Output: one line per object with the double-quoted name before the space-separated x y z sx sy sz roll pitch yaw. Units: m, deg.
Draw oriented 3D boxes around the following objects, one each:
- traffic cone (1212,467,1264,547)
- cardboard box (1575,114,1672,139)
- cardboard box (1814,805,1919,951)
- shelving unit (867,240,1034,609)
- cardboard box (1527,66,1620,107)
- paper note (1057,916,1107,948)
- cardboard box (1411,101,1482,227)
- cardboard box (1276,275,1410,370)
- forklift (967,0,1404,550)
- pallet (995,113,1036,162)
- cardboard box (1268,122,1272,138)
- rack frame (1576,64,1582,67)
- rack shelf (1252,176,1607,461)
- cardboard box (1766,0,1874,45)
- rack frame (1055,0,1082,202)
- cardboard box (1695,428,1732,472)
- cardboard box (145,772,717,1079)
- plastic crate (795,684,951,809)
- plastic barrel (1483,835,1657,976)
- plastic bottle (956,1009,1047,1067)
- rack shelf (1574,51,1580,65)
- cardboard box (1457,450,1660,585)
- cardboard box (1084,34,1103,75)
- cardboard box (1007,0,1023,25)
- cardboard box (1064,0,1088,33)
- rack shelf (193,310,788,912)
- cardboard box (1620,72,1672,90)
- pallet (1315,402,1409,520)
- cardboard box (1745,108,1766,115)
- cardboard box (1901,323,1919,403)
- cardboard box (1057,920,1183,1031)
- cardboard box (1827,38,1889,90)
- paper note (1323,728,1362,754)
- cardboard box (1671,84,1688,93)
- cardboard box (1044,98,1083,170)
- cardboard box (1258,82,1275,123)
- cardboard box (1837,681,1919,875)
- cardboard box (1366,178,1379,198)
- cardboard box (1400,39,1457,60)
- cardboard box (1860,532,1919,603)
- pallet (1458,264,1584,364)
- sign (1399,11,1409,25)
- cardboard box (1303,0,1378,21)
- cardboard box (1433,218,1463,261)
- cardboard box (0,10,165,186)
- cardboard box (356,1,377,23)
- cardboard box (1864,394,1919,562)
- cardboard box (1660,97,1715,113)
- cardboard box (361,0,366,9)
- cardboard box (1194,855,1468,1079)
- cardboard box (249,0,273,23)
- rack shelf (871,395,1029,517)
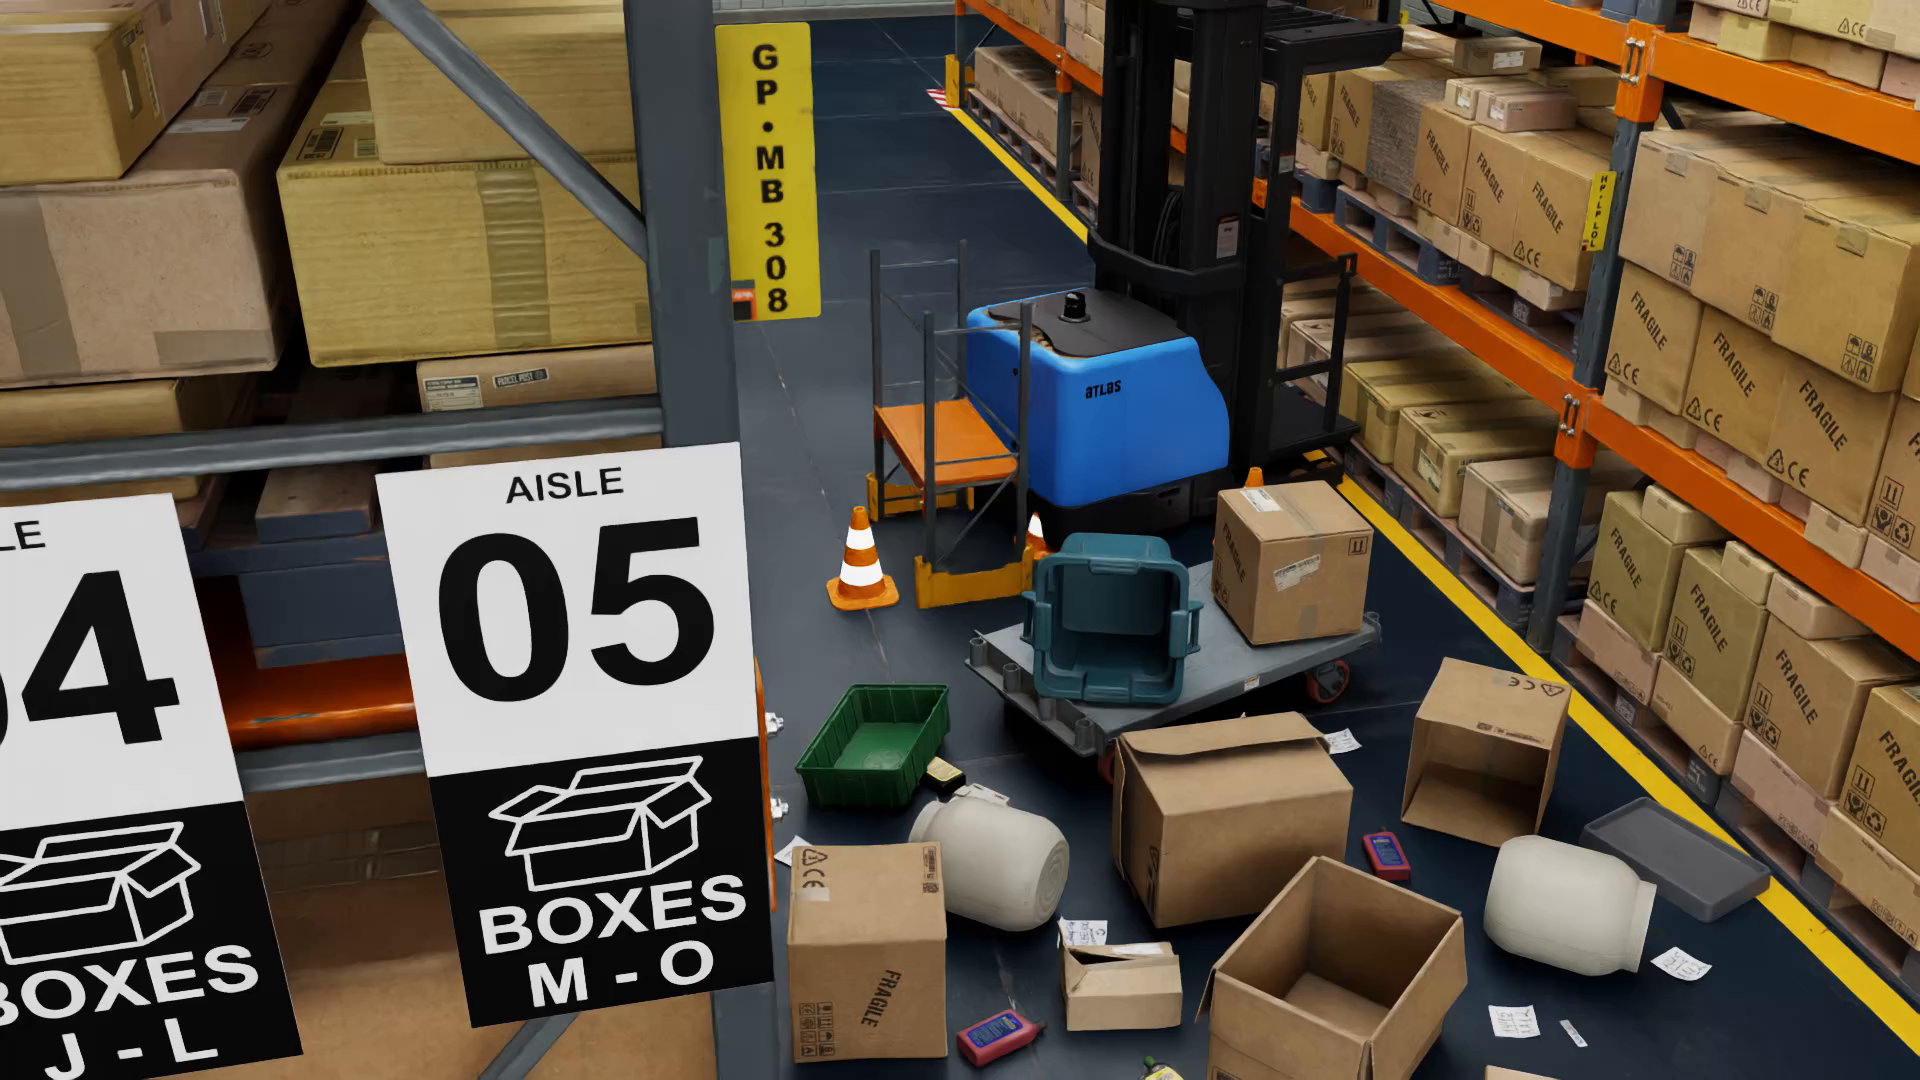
"traffic cone" 1.505 -0.152 8.537 0.336 0.463 0.334 -6 27 -12
"cardboard box" 3.209 -1.702 7.886 0.500 0.500 0.500 -6 27 -11
"cardboard box" 3.373 1.129 5.770 0.500 0.250 0.500 -7 28 -13
"shelving unit" -0.068 -0.601 8.274 0.587 1.500 1.083 -7 28 -15
"cardboard box" 3.042 -2.245 8.243 0.380 0.149 0.250 -4 27 -9
"paper note" 0.437 1.404 5.943 0.172 0.023 0.155 3 27 6
"cardboard box" 2.597 -1.871 8.221 0.500 0.500 0.500 -5 27 -10
"cardboard box" 2.365 -1.403 10.652 0.950 0.372 0.625 -8 28 -15
"forklift" 1.550 -1.723 8.910 3.031 2.935 1.130 -15 30 -27
"pallet" 0.972 -4.028 16.495 1.003 0.211 1.213 -6 27 -12
"cardboard box" 2.139 -2.552 10.290 0.380 0.149 0.250 -8 28 -15
"rack frame" 6.181 -4.900 15.129 1.000 3.000 0.127 -6 27 -12
"rack shelf" 2.698 -1.439 9.070 1.077 0.370 4.000 -6 27 -12
"cardboard box" 3.106 -1.841 5.575 0.500 0.250 0.500 -6 27 -12
"rack frame" 1.346 -4.394 14.127 1.000 3.000 0.127 -6 27 -12
"cardboard box" 3.104 -0.380 6.453 0.380 0.149 0.250 -6 27 -12
"cardboard box" -0.796 0.705 2.659 0.875 0.550 0.550 -6 27 -12
"plastic crate" -0.336 0.838 6.818 0.450 0.188 0.662 -2 25 20
"plastic barrel" 2.109 1.271 5.762 0.512 0.421 0.421 13 30 24
"plastic bottle" 0.141 1.623 5.467 0.283 0.061 0.133 -16 31 -29
"rack shelf" 5.730 -5.457 17.030 1.077 0.370 4.000 -6 27 -12
"cardboard box" 3.028 -0.126 8.122 0.950 0.372 0.625 -6 27 -11
"cardboard box" 1.306 -3.880 13.275 0.500 0.250 0.500 -7 28 -13
"cardboard box" 0.743 -5.061 15.337 0.500 0.500 0.500 -6 27 -12
"cardboard box" 1.170 -4.329 13.609 0.500 0.250 0.500 -7 28 -13
"rack shelf" -1.201 -0.475 3.832 1.077 0.370 4.000 -6 27 -12
"cardboard box" 6.108 -4.100 14.802 0.380 0.149 0.250 -7 28 -14
"pallet" 2.693 -0.516 9.537 1.003 0.211 1.213 -6 27 -12
"cardboard box" 6.878 -3.565 14.072 0.380 0.149 0.250 -6 27 -11
"cardboard box" 3.423 -0.621 5.102 0.700 0.500 0.500 -6 27 -12
"cardboard box" 0.530 1.453 5.576 0.396 0.266 0.258 -1 27 -3
"cardboard box" 3.165 -1.615 5.571 0.380 0.149 0.250 -5 27 -10
"paper note" 1.606 0.849 7.033 0.148 0.019 0.142 -6 27 -12
"cardboard box" 6.609 -4.014 14.961 0.380 0.149 0.250 -6 27 -12
"cardboard box" 1.309 -3.724 15.177 0.875 0.438 0.875 -6 27 -12
"cardboard box" 2.123 -2.782 10.026 0.500 0.500 0.500 -7 28 -13
"cardboard box" 3.387 0.803 5.584 0.500 0.500 0.500 -7 28 -13
"cardboard box" 2.461 -1.959 9.115 0.380 0.149 0.250 -5 27 -10
"cardboard box" 2.747 -2.606 9.677 0.500 0.500 0.500 -6 27 -12
"cardboard box" 3.270 0.071 5.559 0.380 0.149 0.250 -6 27 -12
"pallet" 3.118 -1.147 7.906 1.003 0.211 1.213 -6 27 -12
"sign" 2.774 -3.179 10.522 0.100 0.325 0.005 -6 27 -12
"cardboard box" 2.374 -3.370 10.878 0.500 0.500 0.500 -7 28 -13
"cardboard box" 2.567 -1.494 8.193 0.380 0.149 0.250 -6 27 -11
"cardboard box" -1.157 -0.508 1.914 0.380 0.149 0.250 -6 27 -11
"cardboard box" -0.839 -0.898 3.131 0.500 0.250 0.500 -6 27 -12
"cardboard box" 3.346 -0.179 5.334 0.500 0.500 0.500 -6 27 -11
"cardboard box" 6.284 -3.732 14.404 0.380 0.149 0.250 -6 27 -12
"cardboard box" -1.470 -1.064 3.460 0.500 0.250 0.500 -6 27 -11
"cardboard box" 1.187 1.474 5.271 0.637 0.503 0.797 19 32 32
"cardboard box" -1.384 -0.953 2.797 0.380 0.149 0.250 -6 27 -11
"rack shelf" -0.066 -0.437 8.348 0.538 0.185 1.000 -7 28 -15
